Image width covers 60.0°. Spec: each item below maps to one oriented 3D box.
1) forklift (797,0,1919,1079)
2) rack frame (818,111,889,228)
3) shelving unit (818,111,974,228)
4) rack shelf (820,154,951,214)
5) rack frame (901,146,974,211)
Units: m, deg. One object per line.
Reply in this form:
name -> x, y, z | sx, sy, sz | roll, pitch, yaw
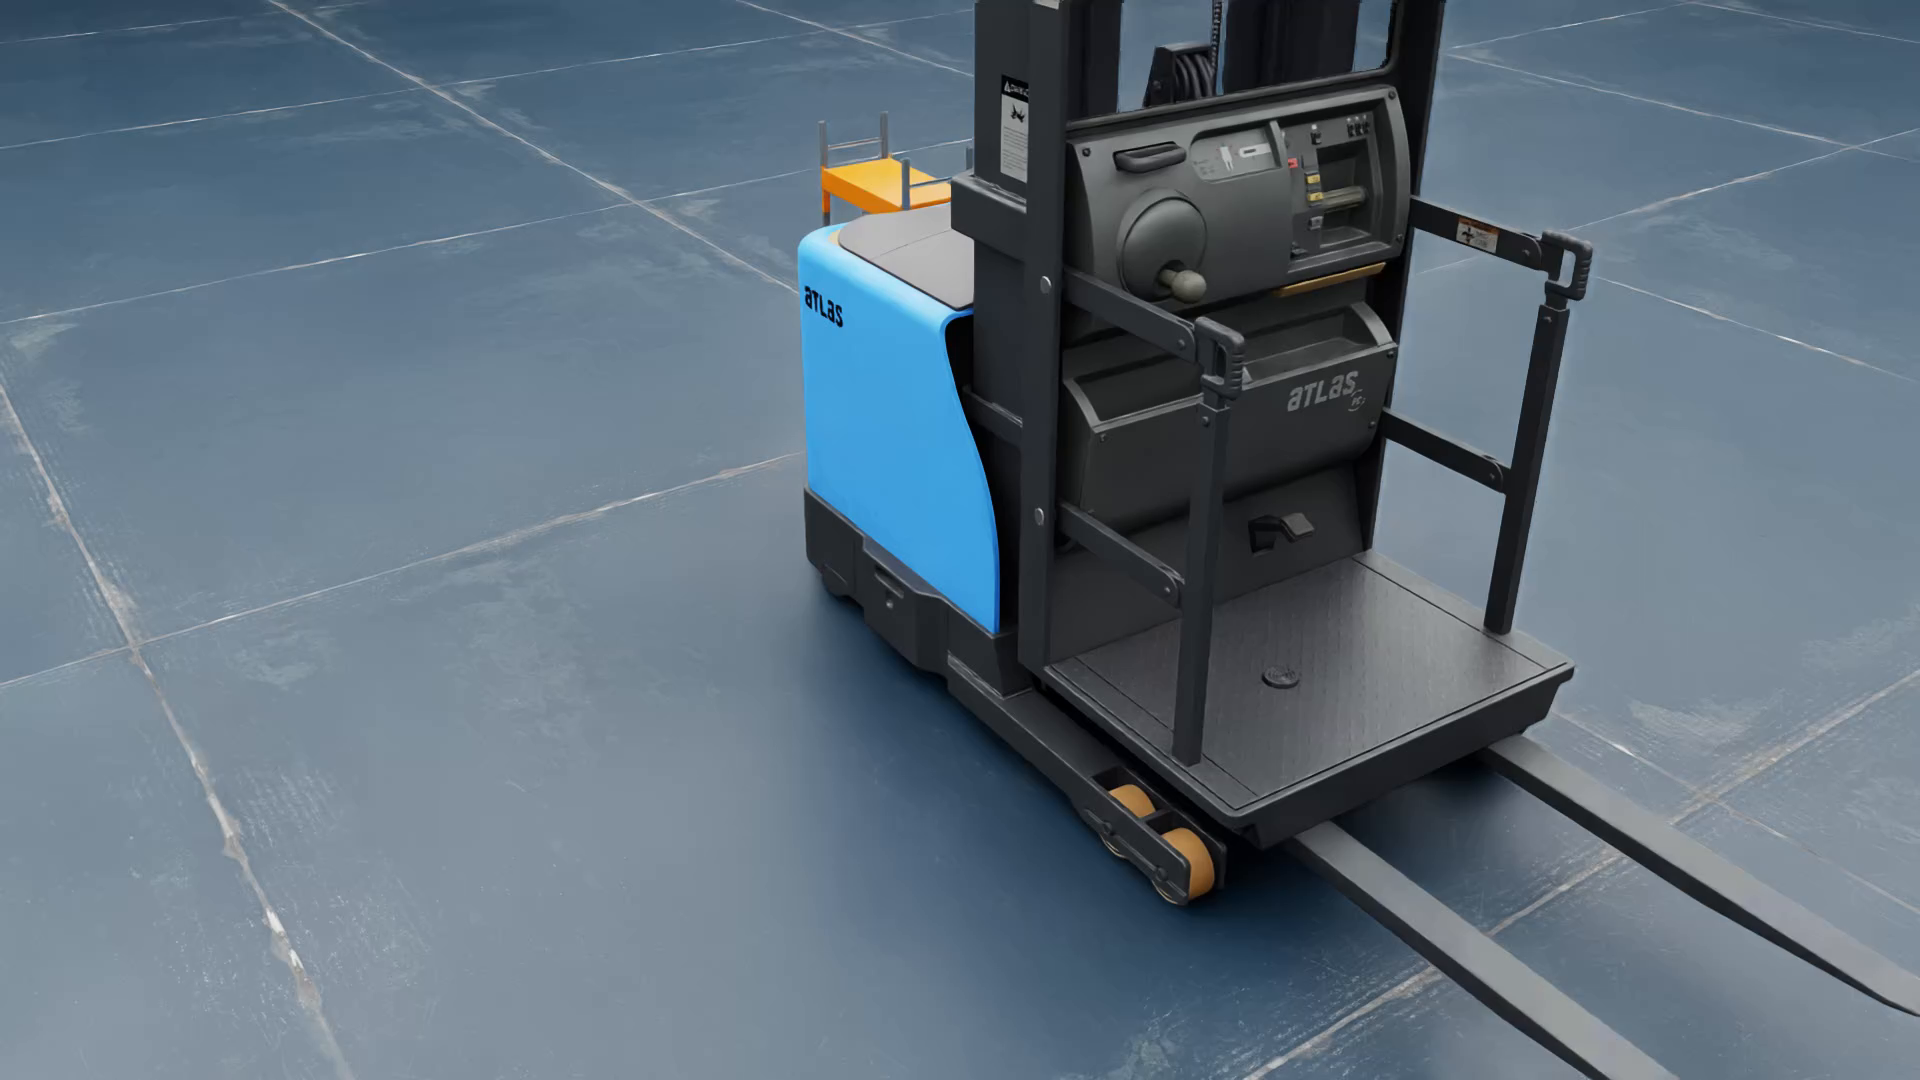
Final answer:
forklift -> 0.761, -0.729, 3.521 | 1.130, 2.935, 3.031 | -17, 33, -29
rack frame -> -0.329, -0.782, 5.432 | 0.240, 1.200, 0.015 | -17, 33, -29
shelving unit -> -0.196, -0.684, 5.253 | 0.258, 1.200, 0.503 | -17, 33, -29
rack shelf -> -0.196, -1.029, 5.065 | 0.258, 0.148, 0.480 | -17, 33, -29
rack frame -> -0.064, -0.587, 5.073 | 0.240, 1.200, 0.015 | -17, 33, -29
